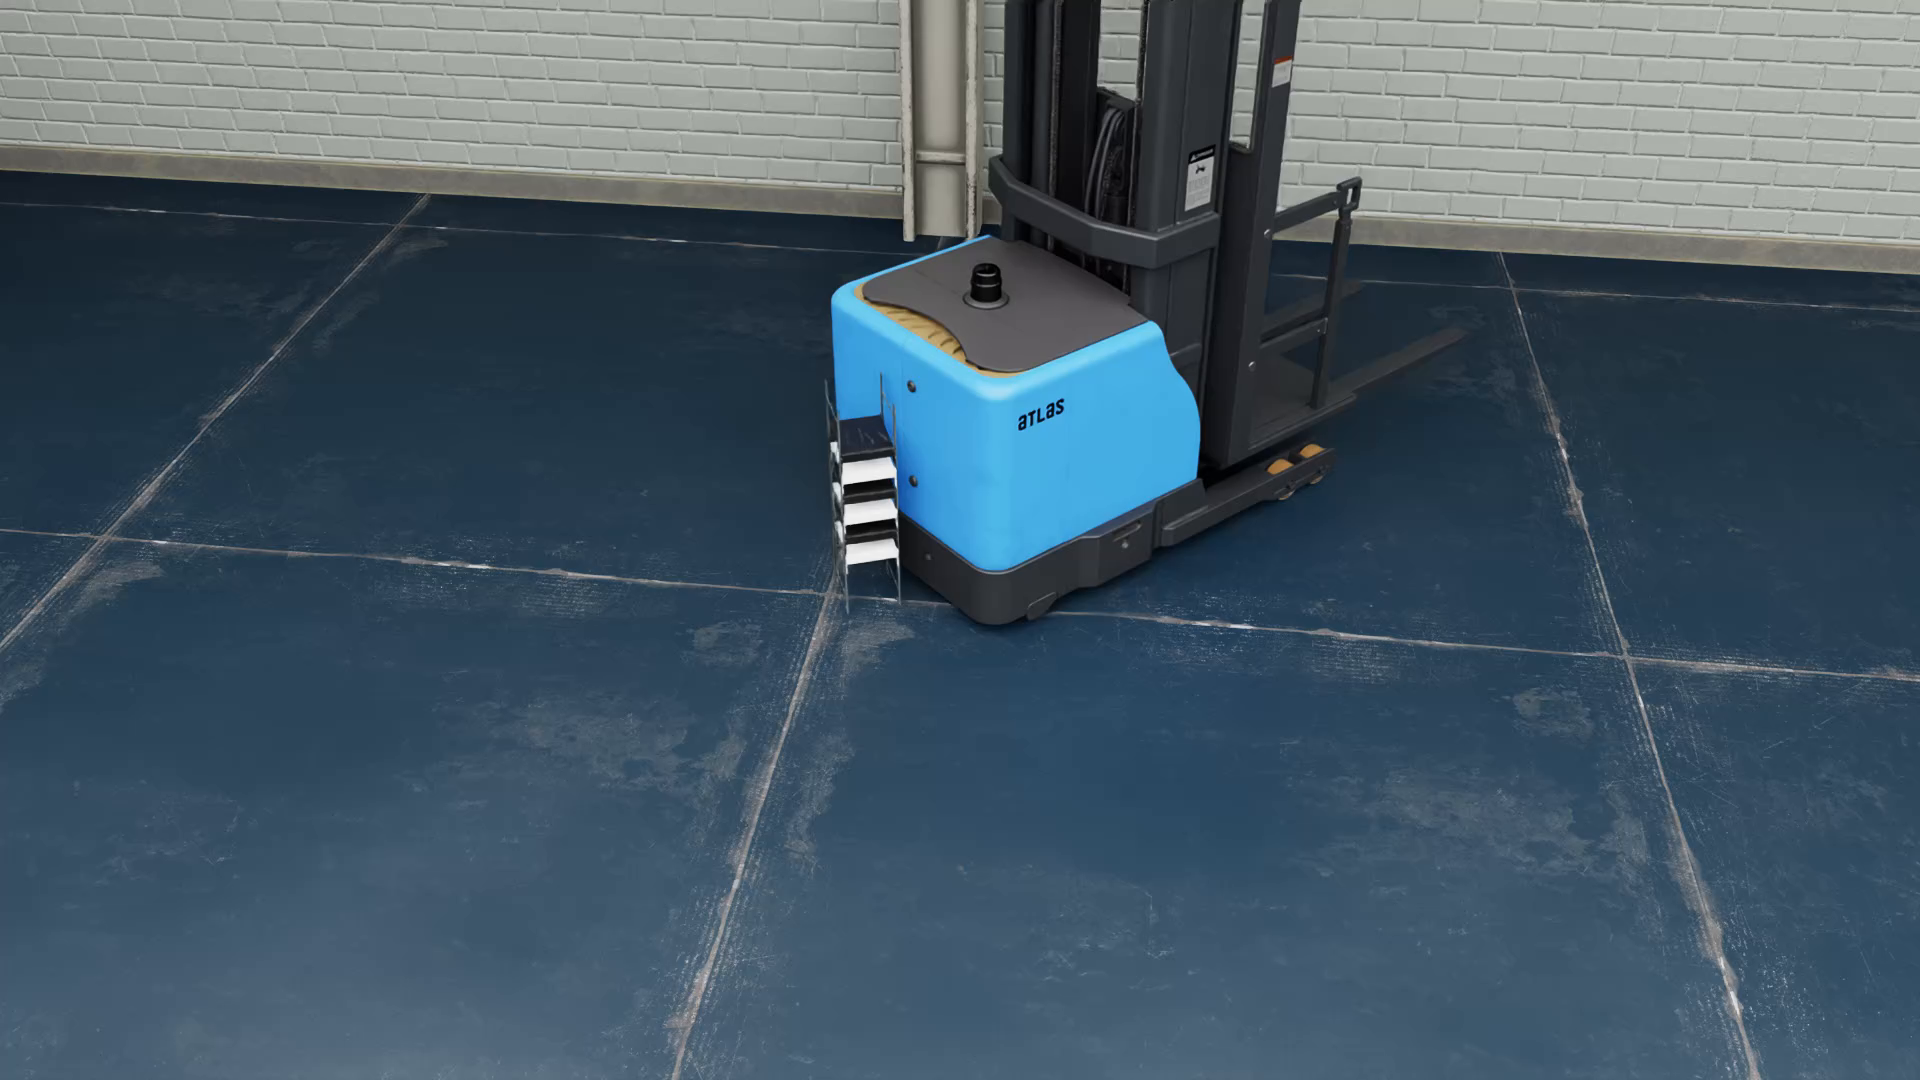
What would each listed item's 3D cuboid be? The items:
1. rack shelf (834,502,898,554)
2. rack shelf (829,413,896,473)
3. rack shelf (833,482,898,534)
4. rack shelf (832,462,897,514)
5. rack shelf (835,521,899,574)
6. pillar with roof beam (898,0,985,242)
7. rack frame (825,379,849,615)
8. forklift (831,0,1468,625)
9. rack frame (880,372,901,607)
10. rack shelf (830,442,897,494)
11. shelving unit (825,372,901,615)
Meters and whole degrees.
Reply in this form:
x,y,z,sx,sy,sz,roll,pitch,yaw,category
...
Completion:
x,y,z,sx,sy,sz,roll,pitch,yaw,category
-0.359,-0.063,6.275,0.200,0.077,0.258,-9,36,-12,rack shelf
-0.359,-0.355,6.066,0.200,0.077,0.258,-9,36,-12,rack shelf
-0.359,-0.136,6.223,0.200,0.077,0.258,-9,36,-12,rack shelf
-0.359,-0.209,6.170,0.200,0.077,0.258,-9,36,-12,rack shelf
-0.359,0.011,6.327,0.200,0.077,0.258,-9,36,-12,rack shelf
-0.639,-2.880,3.039,0.400,9.000,9.100,4,36,6,pillar with roof beam
-0.457,-0.148,6.182,0.006,0.900,0.240,-9,36,-12,rack frame
0.968,-1.579,6.440,3.031,2.935,1.130,-25,42,-31,forklift
-0.260,-0.178,6.224,0.006,0.900,0.240,-9,36,-12,rack frame
-0.359,-0.282,6.118,0.200,0.077,0.258,-9,36,-12,rack shelf
-0.359,-0.163,6.203,0.210,0.900,0.258,-9,36,-12,shelving unit
